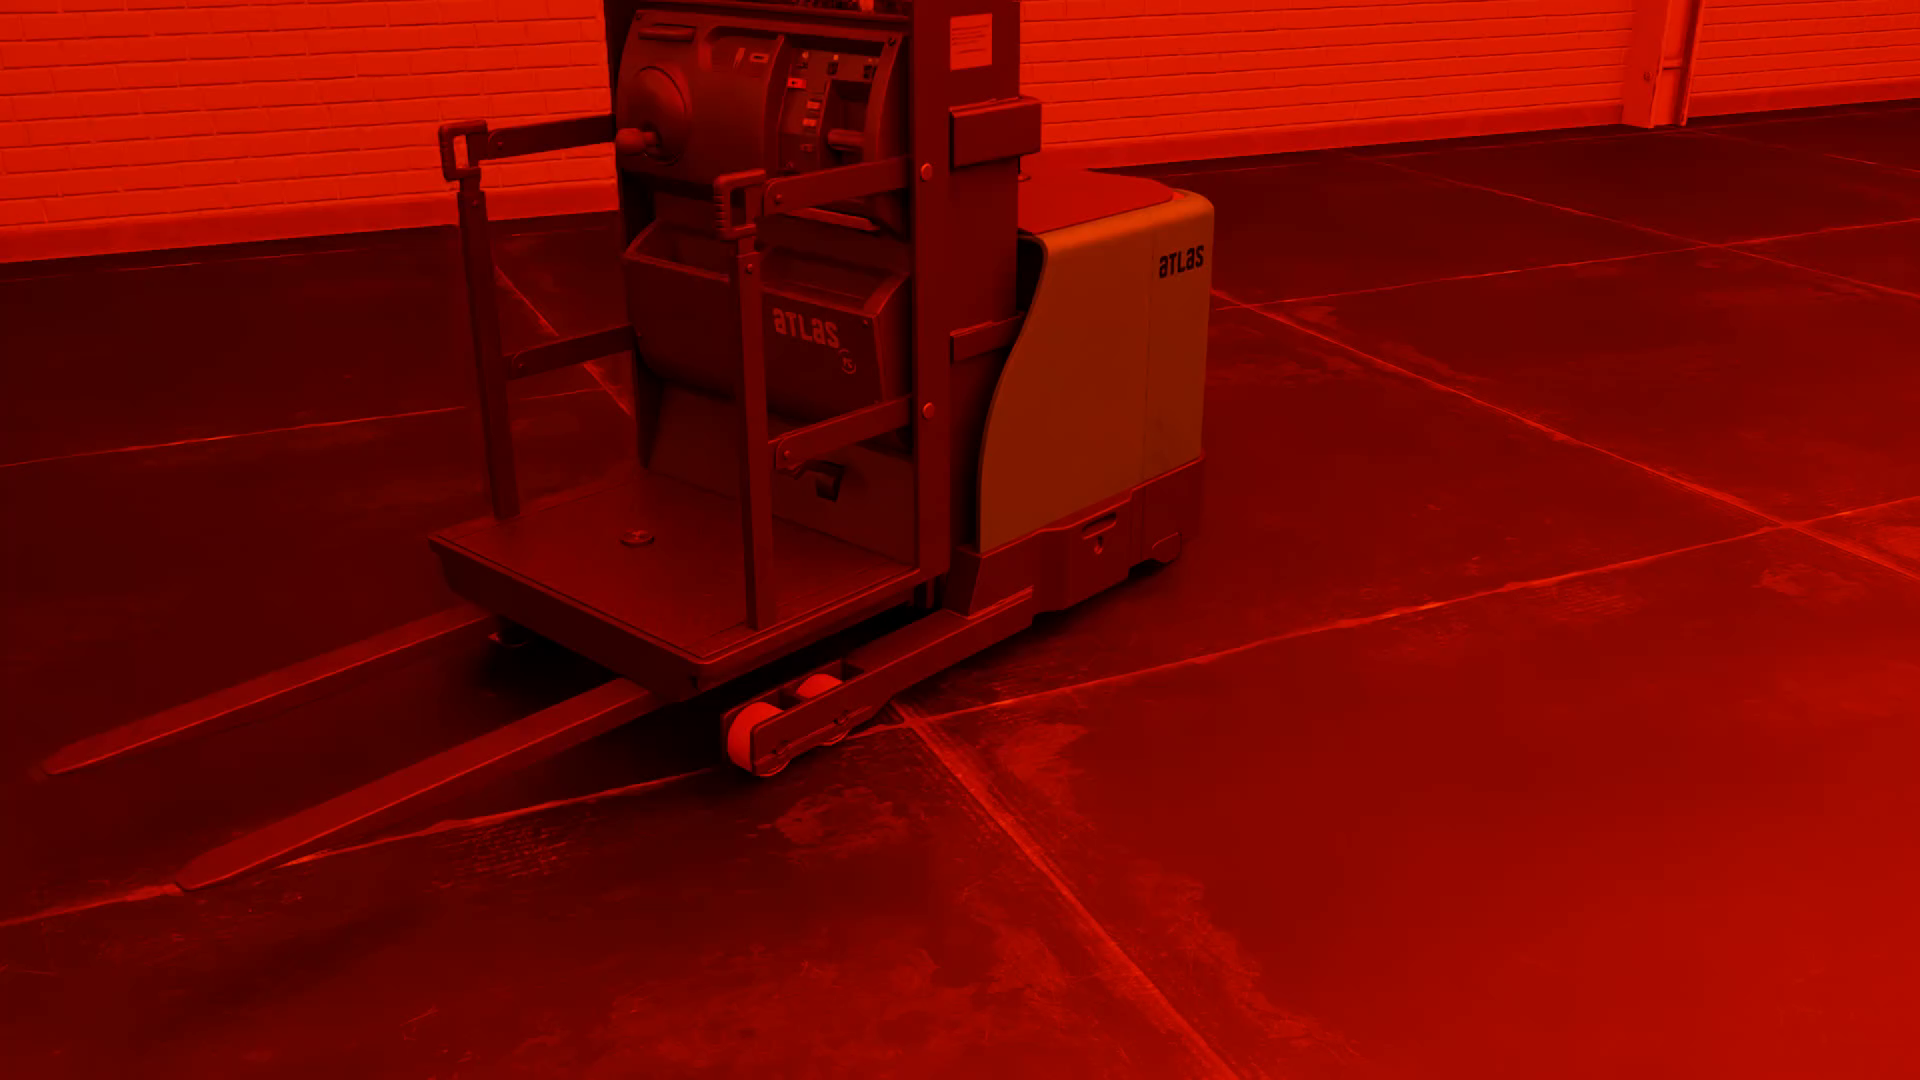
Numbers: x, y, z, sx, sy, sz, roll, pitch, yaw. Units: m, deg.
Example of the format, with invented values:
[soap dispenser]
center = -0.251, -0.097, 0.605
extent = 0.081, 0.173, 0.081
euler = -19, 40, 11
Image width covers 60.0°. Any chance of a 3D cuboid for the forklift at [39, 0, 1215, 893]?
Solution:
[forklift]
center = -0.632, -1.032, 3.769
extent = 1.130, 2.935, 3.031
euler = 19, 29, 38
